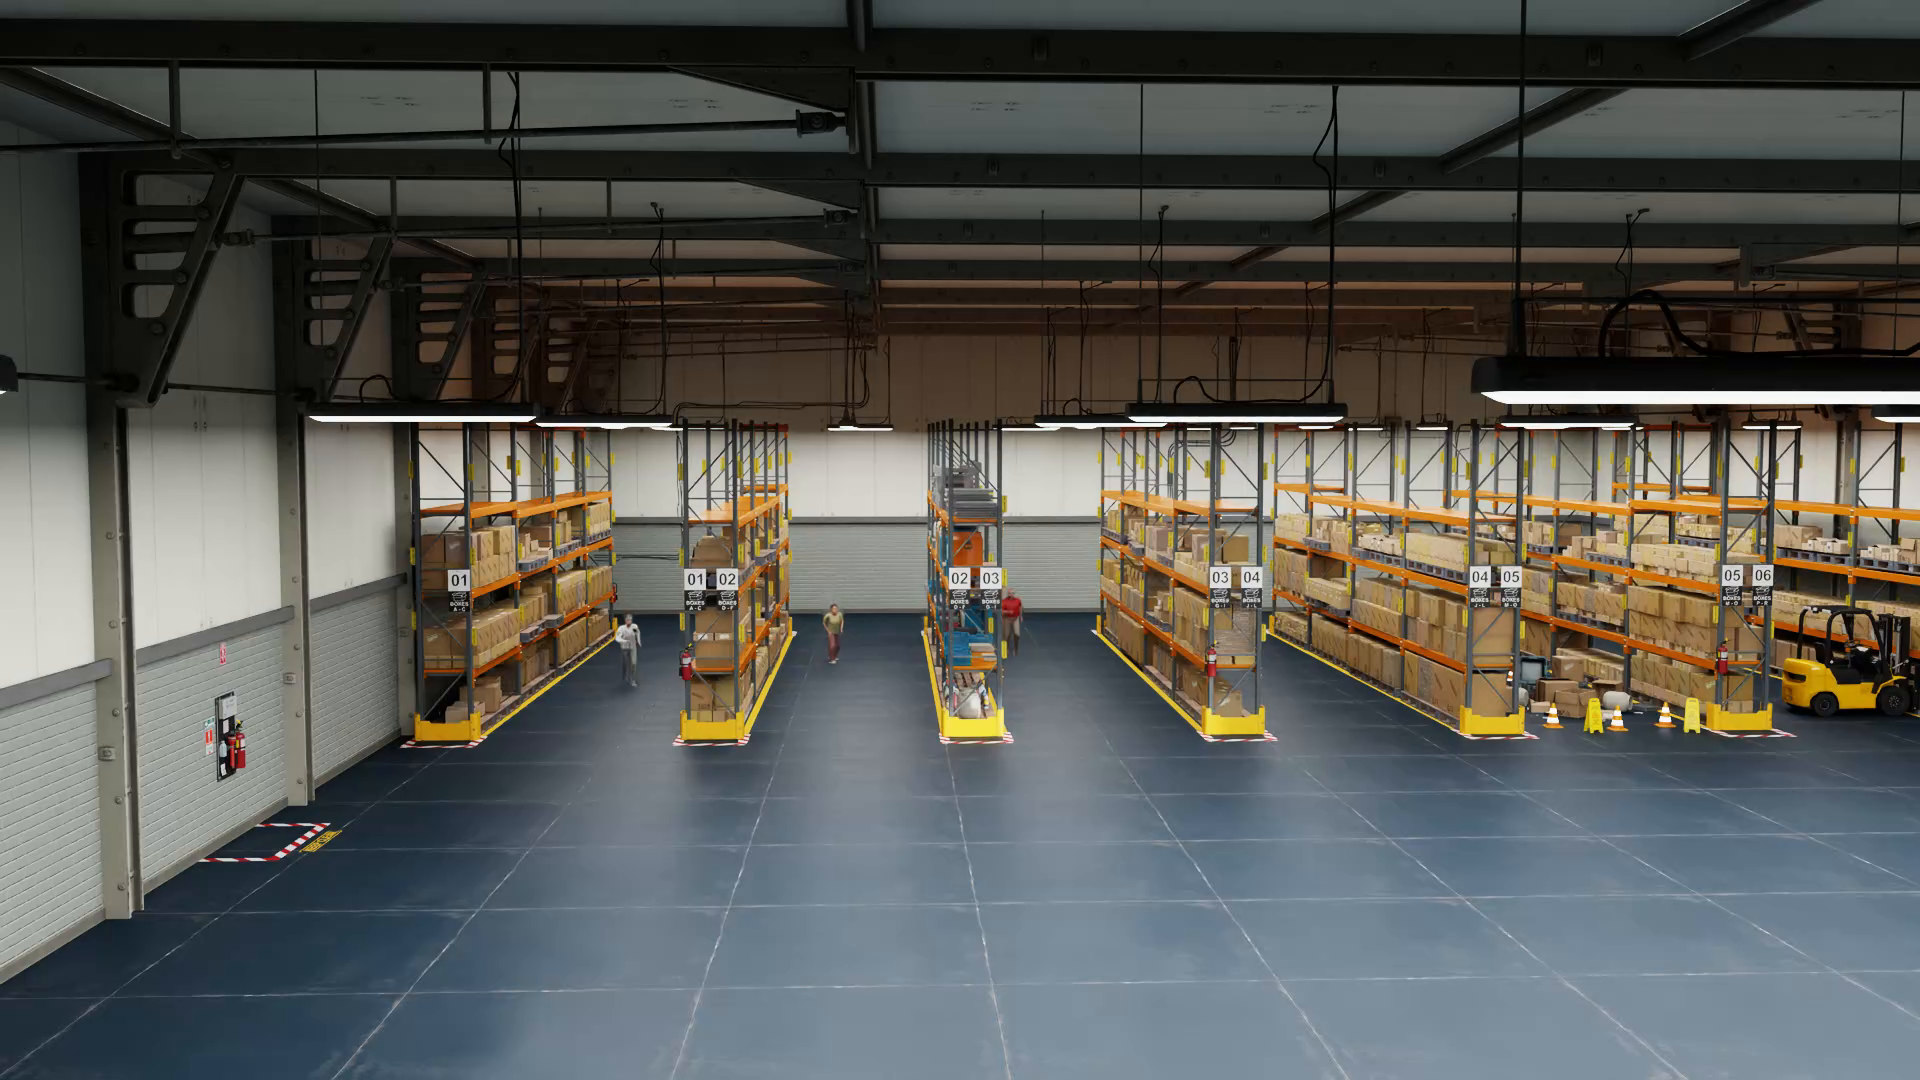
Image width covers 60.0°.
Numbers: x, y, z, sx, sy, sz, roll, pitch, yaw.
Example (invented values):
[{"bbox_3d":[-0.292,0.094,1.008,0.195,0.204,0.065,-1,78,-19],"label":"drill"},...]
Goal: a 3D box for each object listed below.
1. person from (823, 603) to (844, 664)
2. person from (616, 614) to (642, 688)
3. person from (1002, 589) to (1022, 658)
[{"bbox_3d":[-3.176,2.310,41.374,0.587,1.535,0.796,-2,4,-32],"label":"person"},{"bbox_3d":[-7.533,2.480,37.777,0.598,1.659,0.923,-1,4,-18],"label":"person"},{"bbox_3d":[1.318,2.140,42.717,0.641,1.789,0.851,-1,4,-9],"label":"person"}]
